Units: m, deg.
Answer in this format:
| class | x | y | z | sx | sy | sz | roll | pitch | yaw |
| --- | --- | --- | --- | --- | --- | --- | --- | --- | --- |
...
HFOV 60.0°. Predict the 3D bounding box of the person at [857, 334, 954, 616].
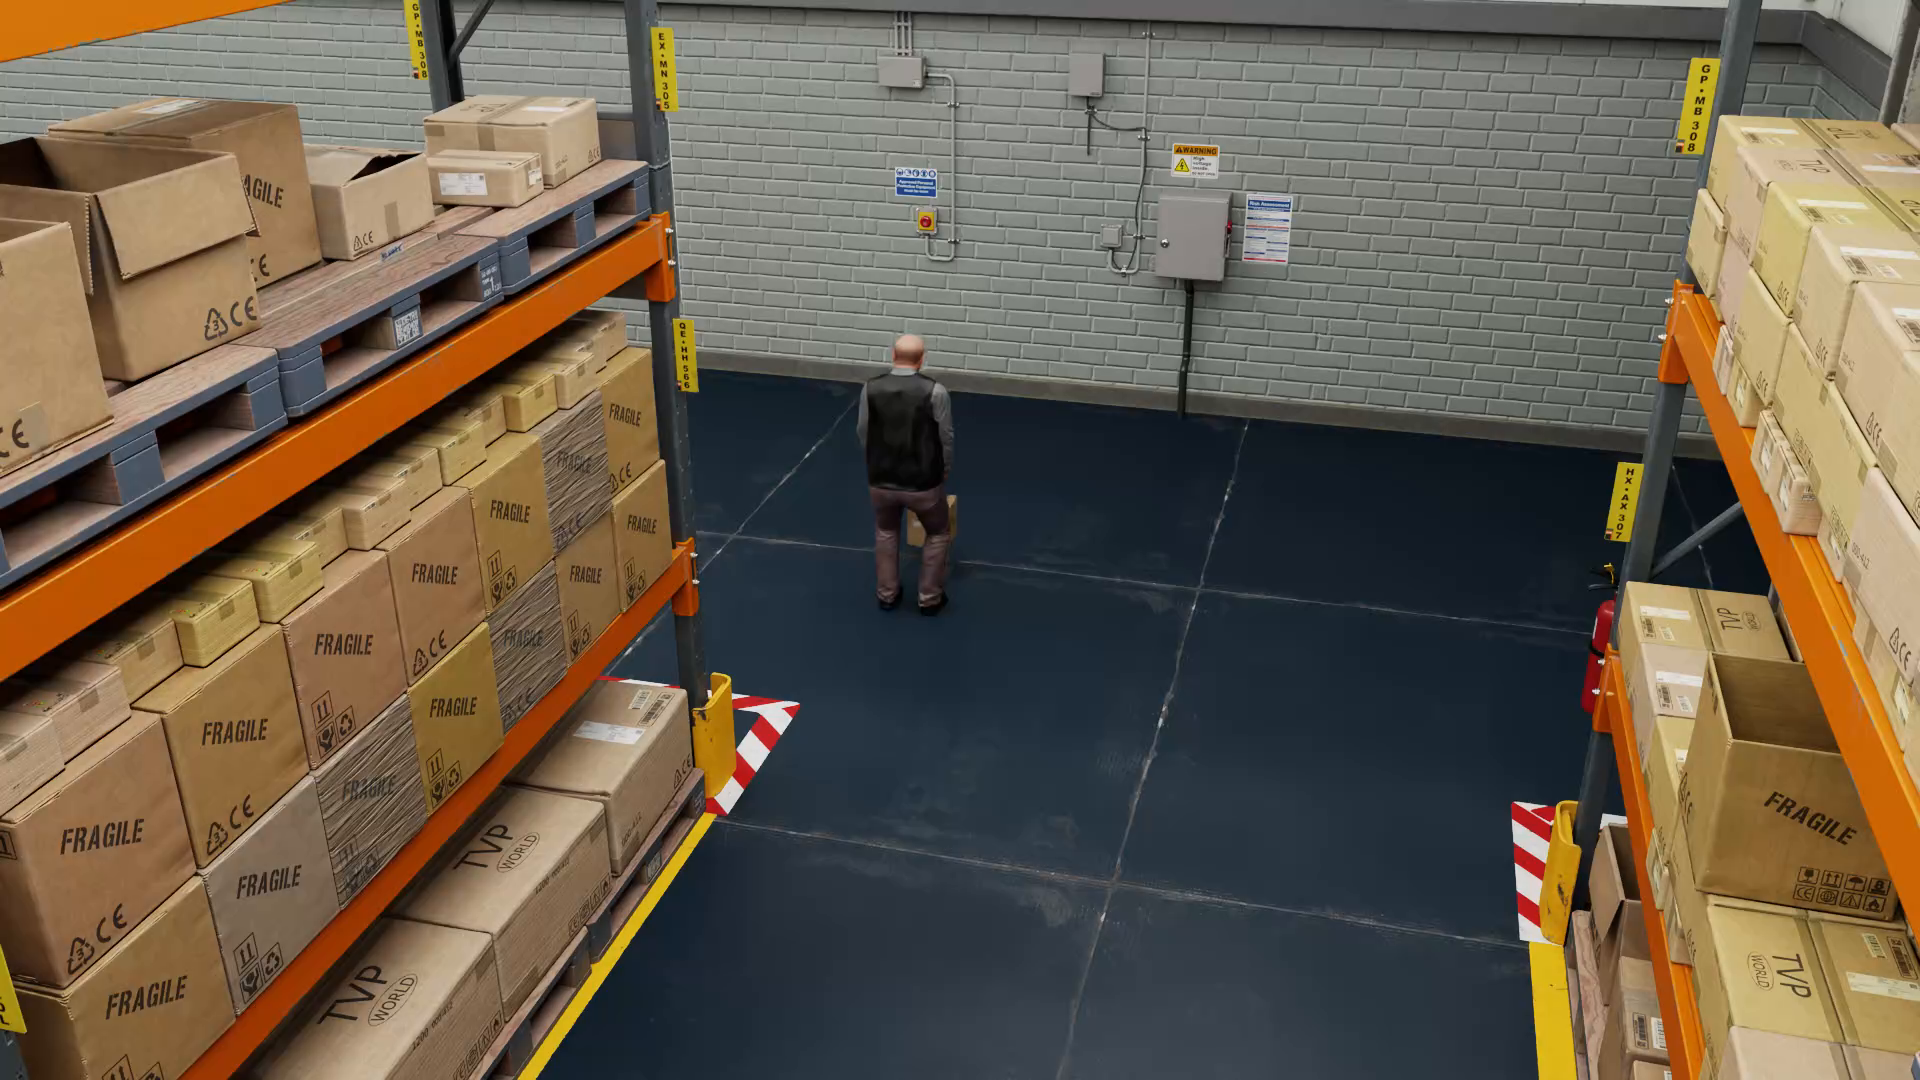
| class | x | y | z | sx | sy | sz | roll | pitch | yaw |
| --- | --- | --- | --- | --- | --- | --- | --- | --- | --- |
| person | -0.317 | -0.359 | 9.538 | 0.574 | 1.617 | 0.483 | 7 | 26 | 14 |
